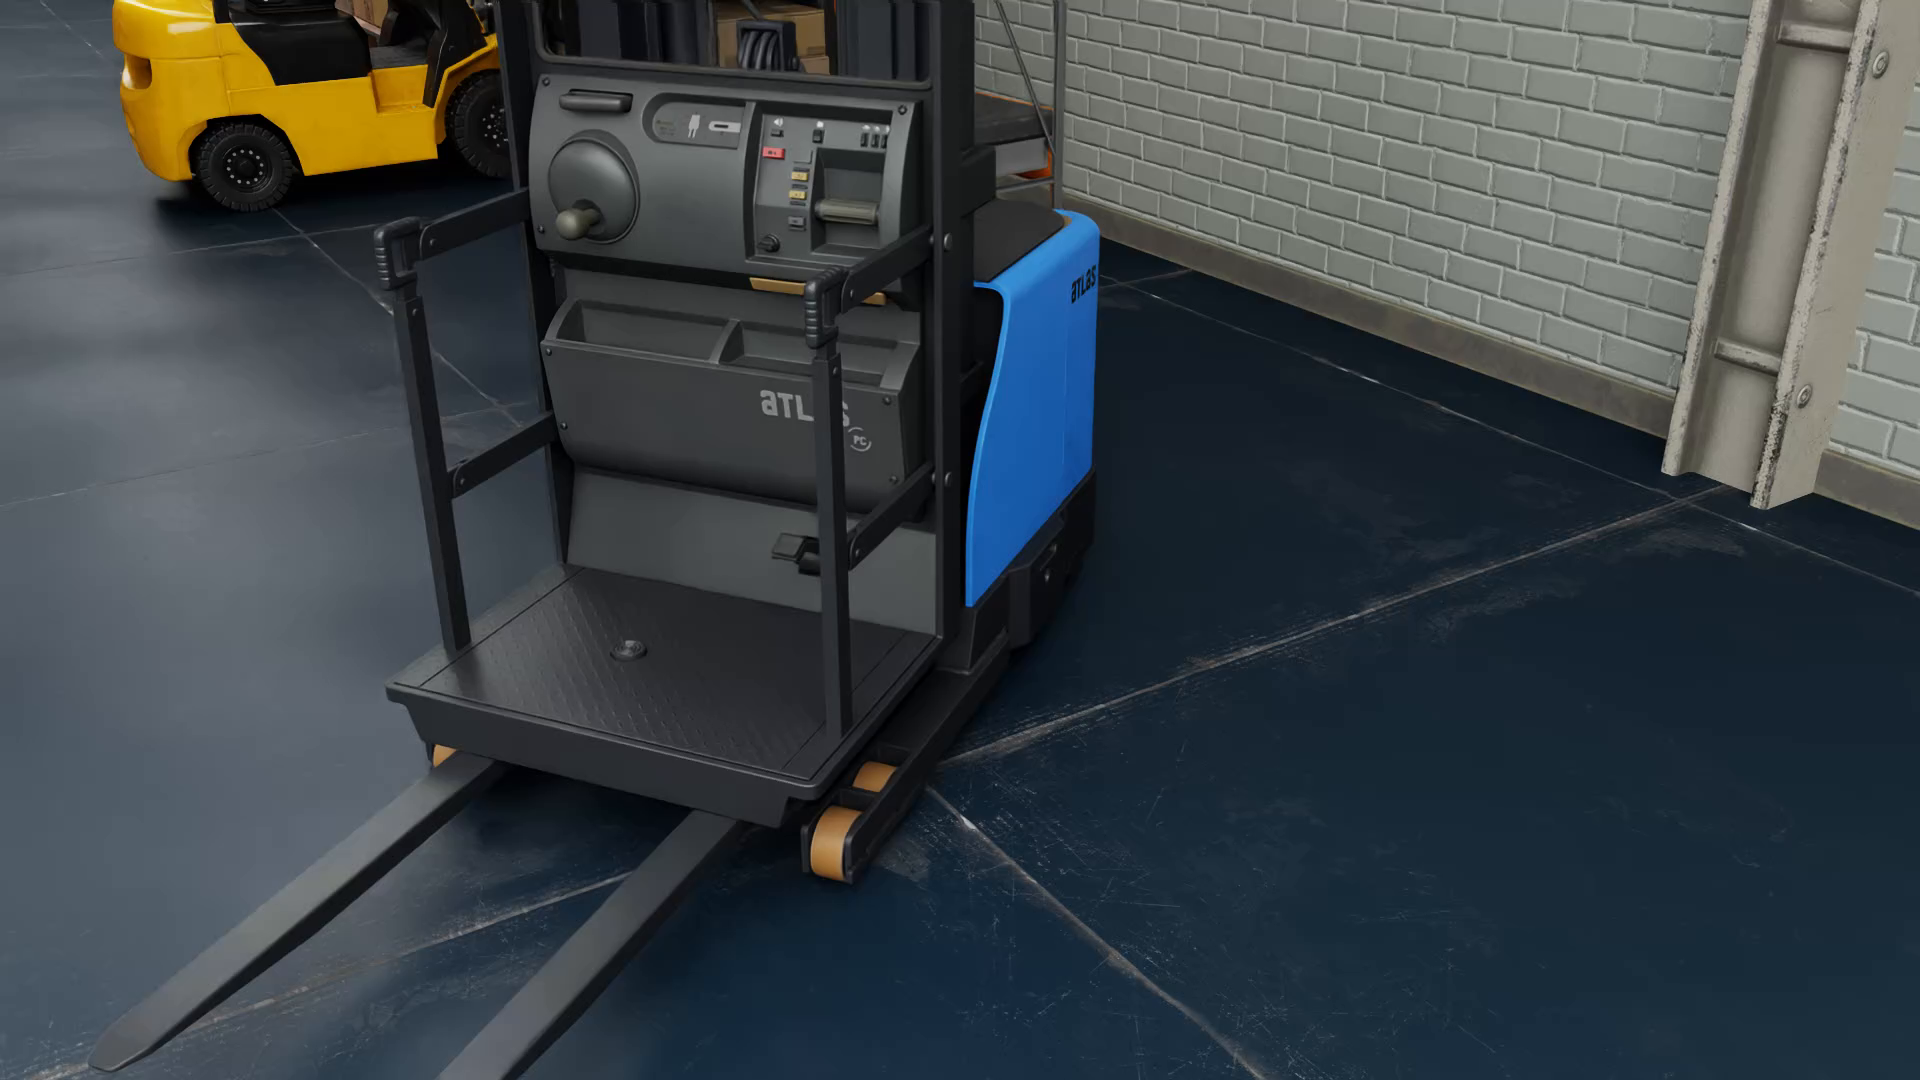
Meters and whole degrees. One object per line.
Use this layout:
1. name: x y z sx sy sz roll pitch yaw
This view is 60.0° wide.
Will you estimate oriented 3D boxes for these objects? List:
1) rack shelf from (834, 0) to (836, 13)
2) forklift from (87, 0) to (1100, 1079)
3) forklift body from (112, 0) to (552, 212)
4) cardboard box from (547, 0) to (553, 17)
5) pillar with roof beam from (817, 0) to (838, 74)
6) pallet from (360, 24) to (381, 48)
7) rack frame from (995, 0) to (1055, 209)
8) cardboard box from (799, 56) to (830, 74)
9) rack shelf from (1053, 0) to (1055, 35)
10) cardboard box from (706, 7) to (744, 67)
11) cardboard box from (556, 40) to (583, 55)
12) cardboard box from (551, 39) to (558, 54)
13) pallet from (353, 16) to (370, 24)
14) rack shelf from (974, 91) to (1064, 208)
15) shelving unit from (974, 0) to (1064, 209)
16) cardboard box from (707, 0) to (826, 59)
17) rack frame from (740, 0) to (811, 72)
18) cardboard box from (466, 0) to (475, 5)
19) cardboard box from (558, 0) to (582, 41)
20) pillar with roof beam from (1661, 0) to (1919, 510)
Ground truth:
1. rack shelf: -2.083 -3.638 10.285 1.077 0.370 4.000 -16 29 -30
2. forklift: -0.541 -0.855 3.628 1.130 2.935 3.425 10 27 20
3. forklift body: -3.555 -3.117 9.334 2.313 2.155 1.214 -16 29 -30
4. cardboard box: -2.341 -3.281 10.244 0.500 0.250 0.500 -16 30 -31
5. pillar with roof beam: -4.223 -5.417 6.183 9.100 9.000 0.400 -16 29 -30
6. pallet: -4.280 -4.109 13.707 1.003 0.211 1.213 -16 29 -30
7. rack frame: 0.158 -1.065 5.047 0.380 1.831 0.006 -19 31 -35
8. cardboard box: -1.074 -2.637 9.466 0.500 0.250 0.500 -15 29 -29
9. rack shelf: 0.004 -1.767 4.925 0.431 0.518 0.480 -19 31 -35
10. cardboard box: -1.504 -2.739 9.095 0.500 0.250 0.500 -14 29 -28
11. cardboard box: -2.083 -2.883 9.988 0.500 0.250 0.500 -16 30 -31
12. cardboard box: -2.353 -3.063 10.369 0.500 0.250 0.500 -16 29 -30
13. pallet: -4.941 -4.545 14.630 1.003 0.211 1.213 -16 29 -30
14. rack shelf: 0.004 -1.134 5.224 0.431 0.518 0.480 -19 31 -35
15. shelving unit: 0.003 -1.147 5.220 0.431 2.100 0.499 -19 31 -35
16. cardboard box: -1.095 -2.863 9.358 0.500 0.250 0.500 -16 30 -30
17. rack frame: -0.994 -3.247 8.615 0.949 2.616 0.053 -16 29 -30
18. cardboard box: -3.173 -3.831 11.410 0.500 0.250 0.500 -16 30 -30
19. cardboard box: -2.071 -3.098 9.857 0.500 0.250 0.500 -15 29 -29
20. pillar with roof beam: -0.947 -3.271 1.637 9.100 9.000 0.400 -16 29 -30
